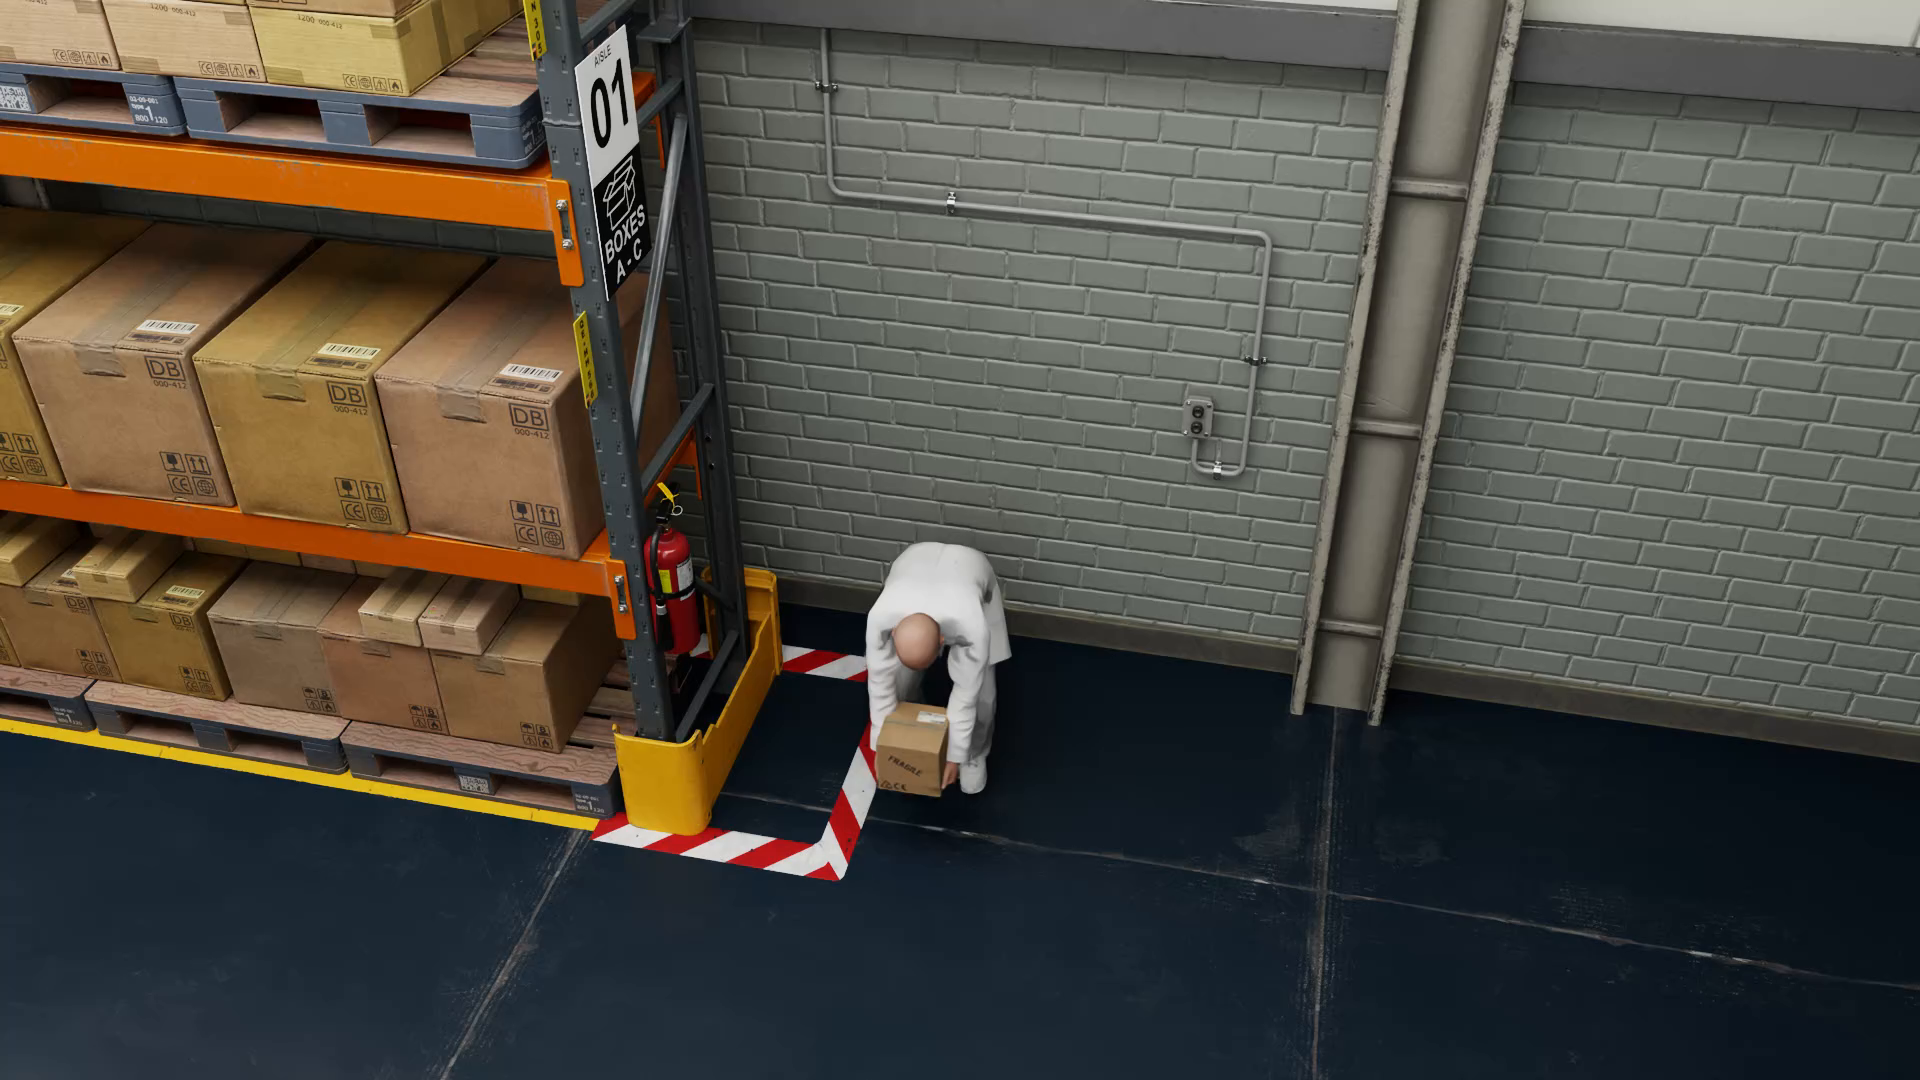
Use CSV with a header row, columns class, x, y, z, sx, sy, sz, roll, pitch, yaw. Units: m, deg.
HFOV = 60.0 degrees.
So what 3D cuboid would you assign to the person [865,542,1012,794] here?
class,x,y,z,sx,sy,sz,roll,pitch,yaw
person,-0.103,0.586,6.666,0.572,1.201,0.923,6,37,8
